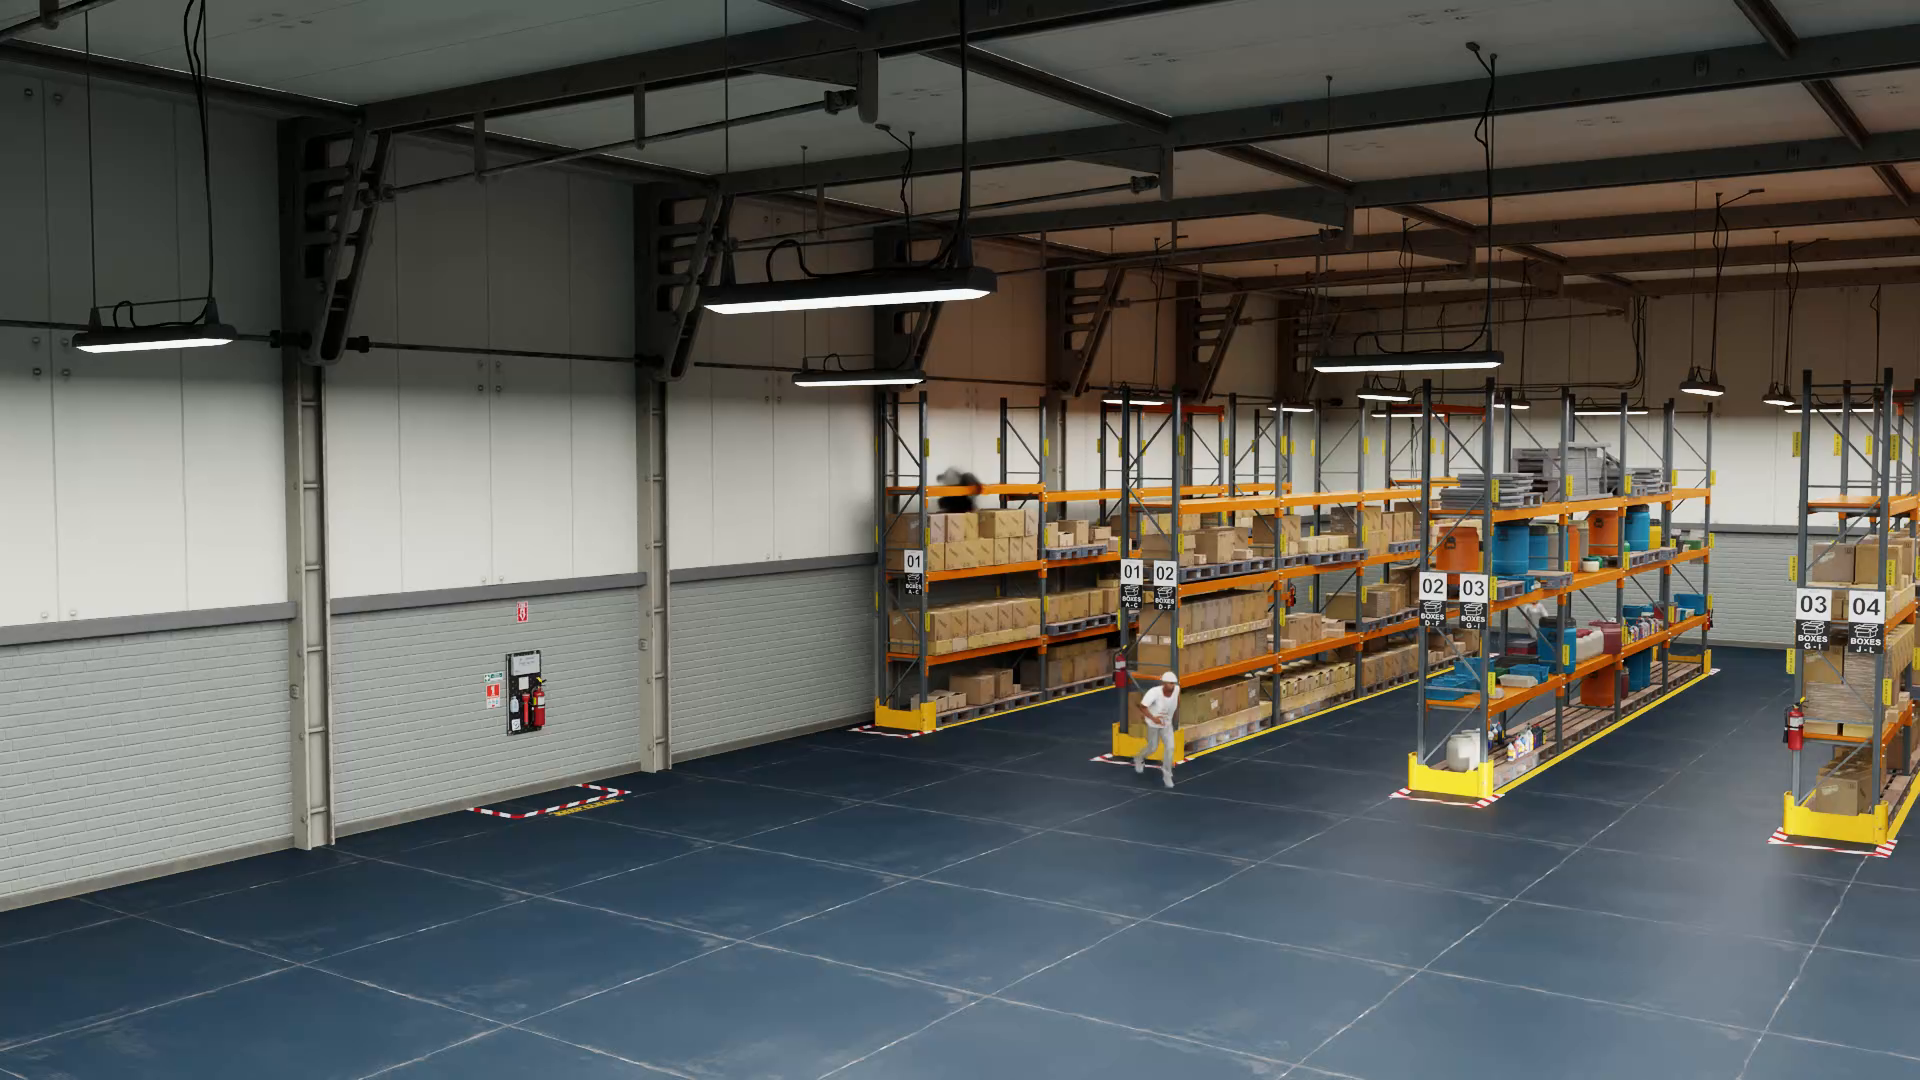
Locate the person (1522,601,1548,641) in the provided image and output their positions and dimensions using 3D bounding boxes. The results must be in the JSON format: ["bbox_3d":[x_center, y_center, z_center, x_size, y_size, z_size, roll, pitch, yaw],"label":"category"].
[{"bbox_3d":[13.437,2.040,38.839,0.547,1.596,0.693,1,3,9],"label":"person"}]

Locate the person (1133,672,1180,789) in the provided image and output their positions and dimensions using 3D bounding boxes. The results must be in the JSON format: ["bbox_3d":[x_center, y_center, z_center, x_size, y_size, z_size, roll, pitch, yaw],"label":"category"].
[{"bbox_3d":[2.935,2.785,24.861,0.740,1.721,1.036,-2,4,-30],"label":"person"}]
